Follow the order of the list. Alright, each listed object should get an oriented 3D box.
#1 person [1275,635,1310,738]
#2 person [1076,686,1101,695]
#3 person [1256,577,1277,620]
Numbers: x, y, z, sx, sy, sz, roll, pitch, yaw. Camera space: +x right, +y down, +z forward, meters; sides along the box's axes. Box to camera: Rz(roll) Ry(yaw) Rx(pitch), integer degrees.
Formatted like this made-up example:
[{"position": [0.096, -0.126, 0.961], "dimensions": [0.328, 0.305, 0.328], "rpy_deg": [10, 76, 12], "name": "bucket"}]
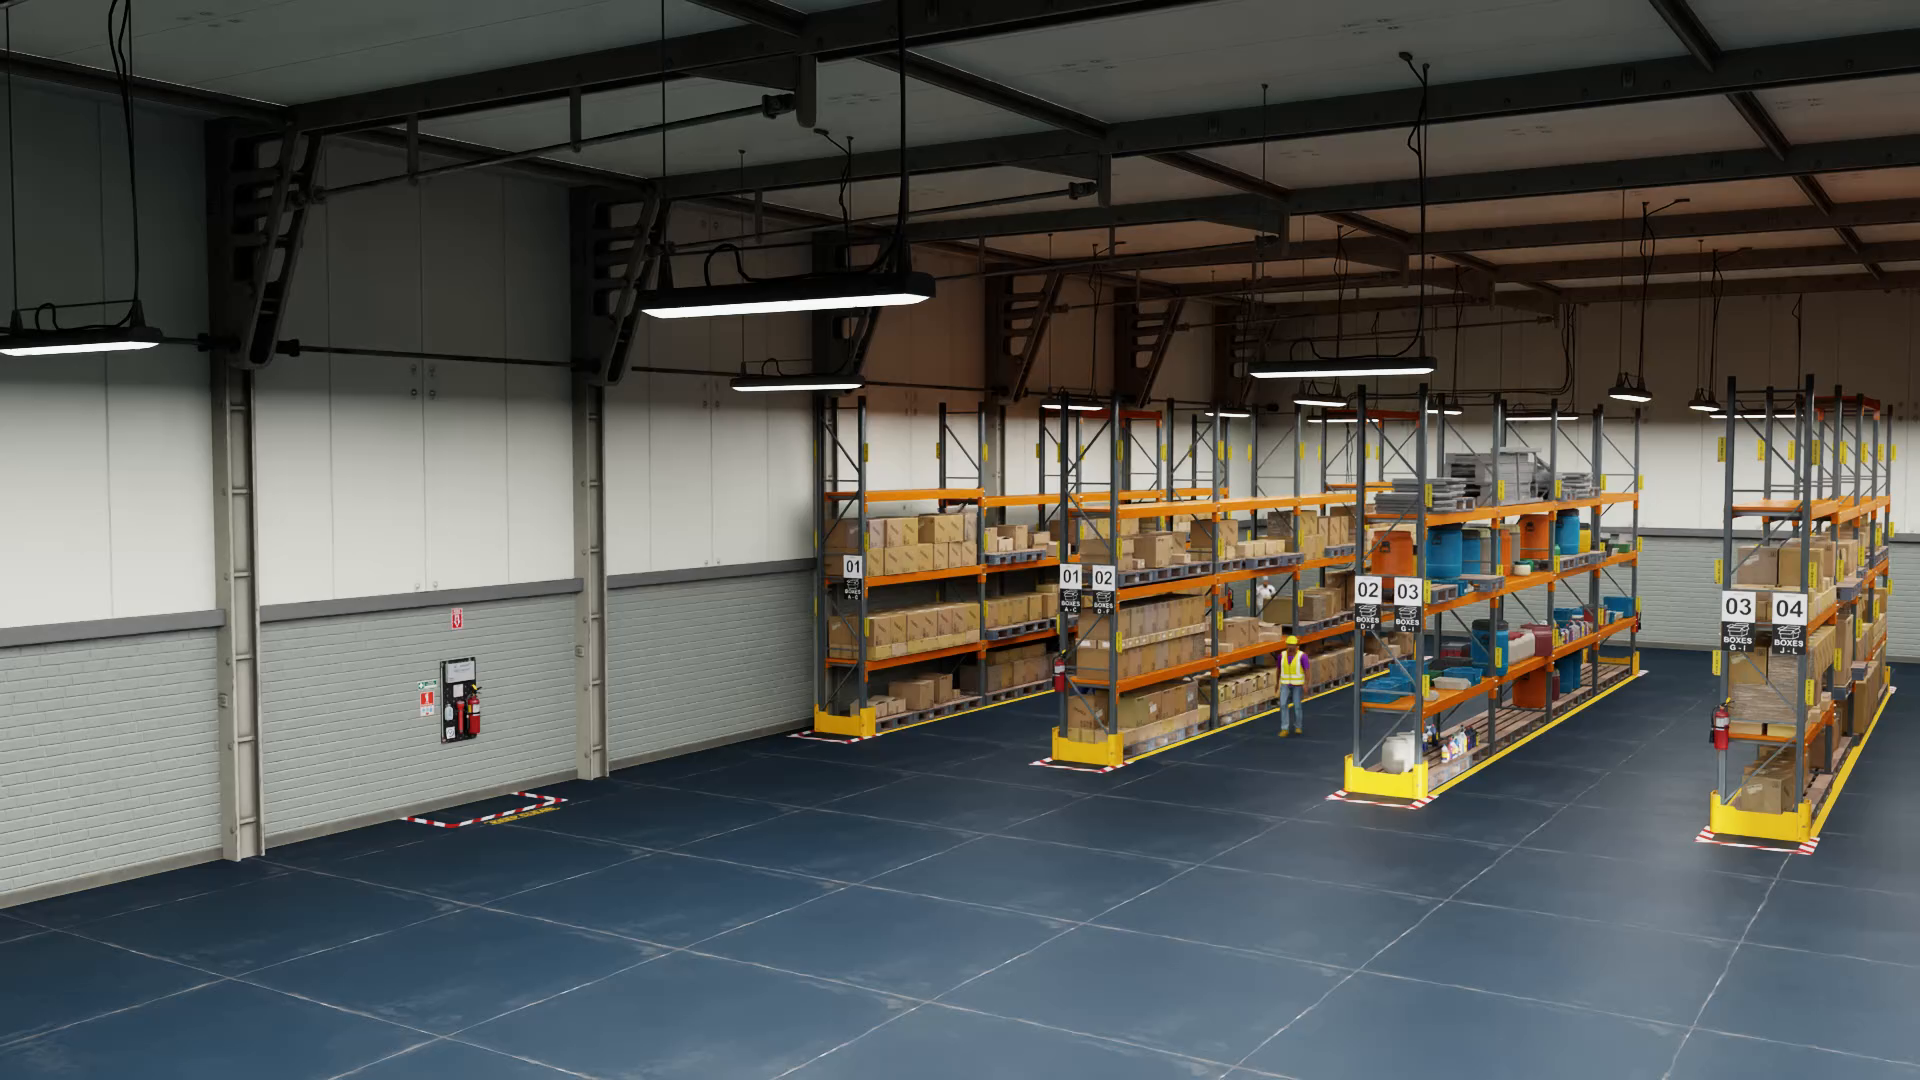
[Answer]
[{"position": [5.865, 2.577, 29.410], "dimensions": [0.646, 1.778, 0.657], "rpy_deg": [2, 3, 27], "name": "person"}, {"position": [2.370, 2.571, 30.661], "dimensions": [0.501, 1.596, 0.949], "rpy_deg": [3, 4, 42], "name": "person"}, {"position": [8.407, 1.804, 45.735], "dimensions": [0.634, 1.603, 0.538], "rpy_deg": [0, 3, -4], "name": "person"}]
